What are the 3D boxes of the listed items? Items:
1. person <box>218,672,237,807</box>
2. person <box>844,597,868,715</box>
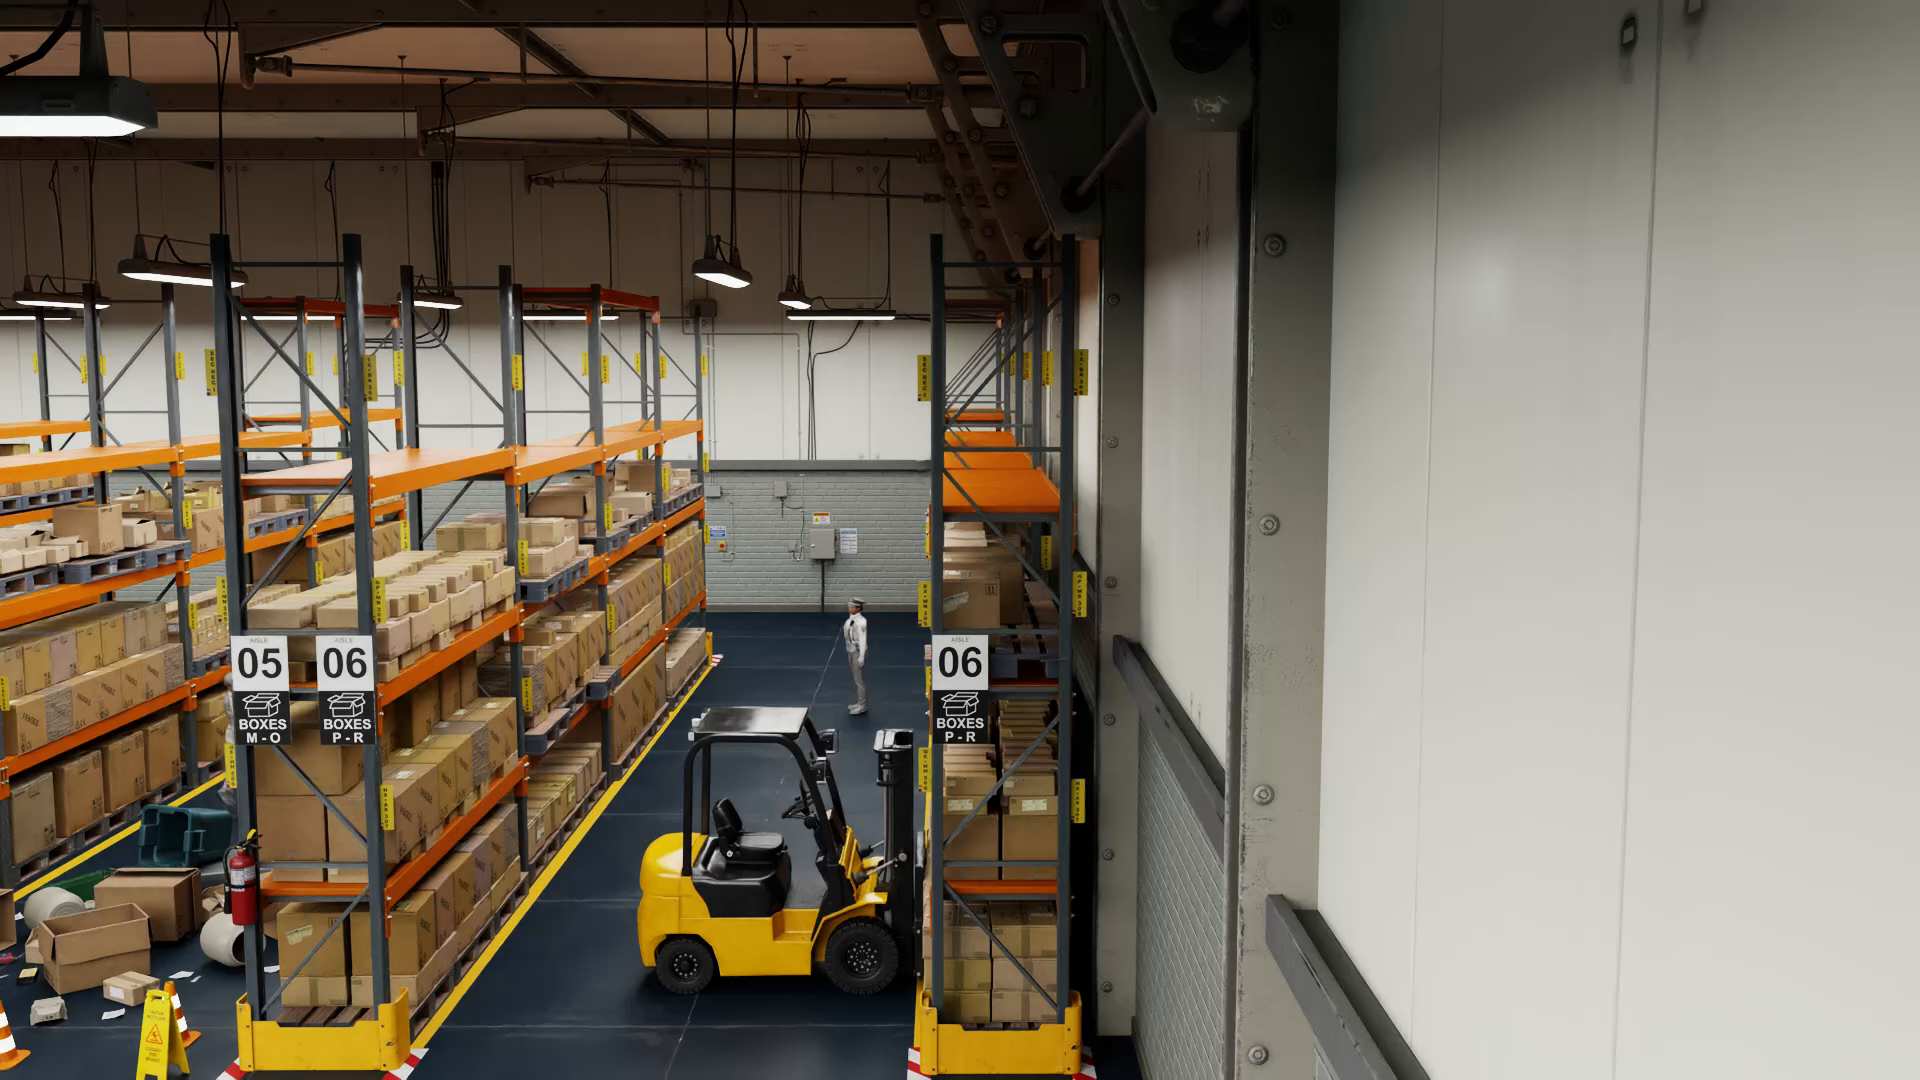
[{"bbox_3d":[-8.063,2.284,18.805,0.562,1.639,0.547,5,8,37],"label":"person"},{"bbox_3d":[-1.508,1.659,24.173,0.331,1.688,0.552,-2,7,-21],"label":"person"}]
